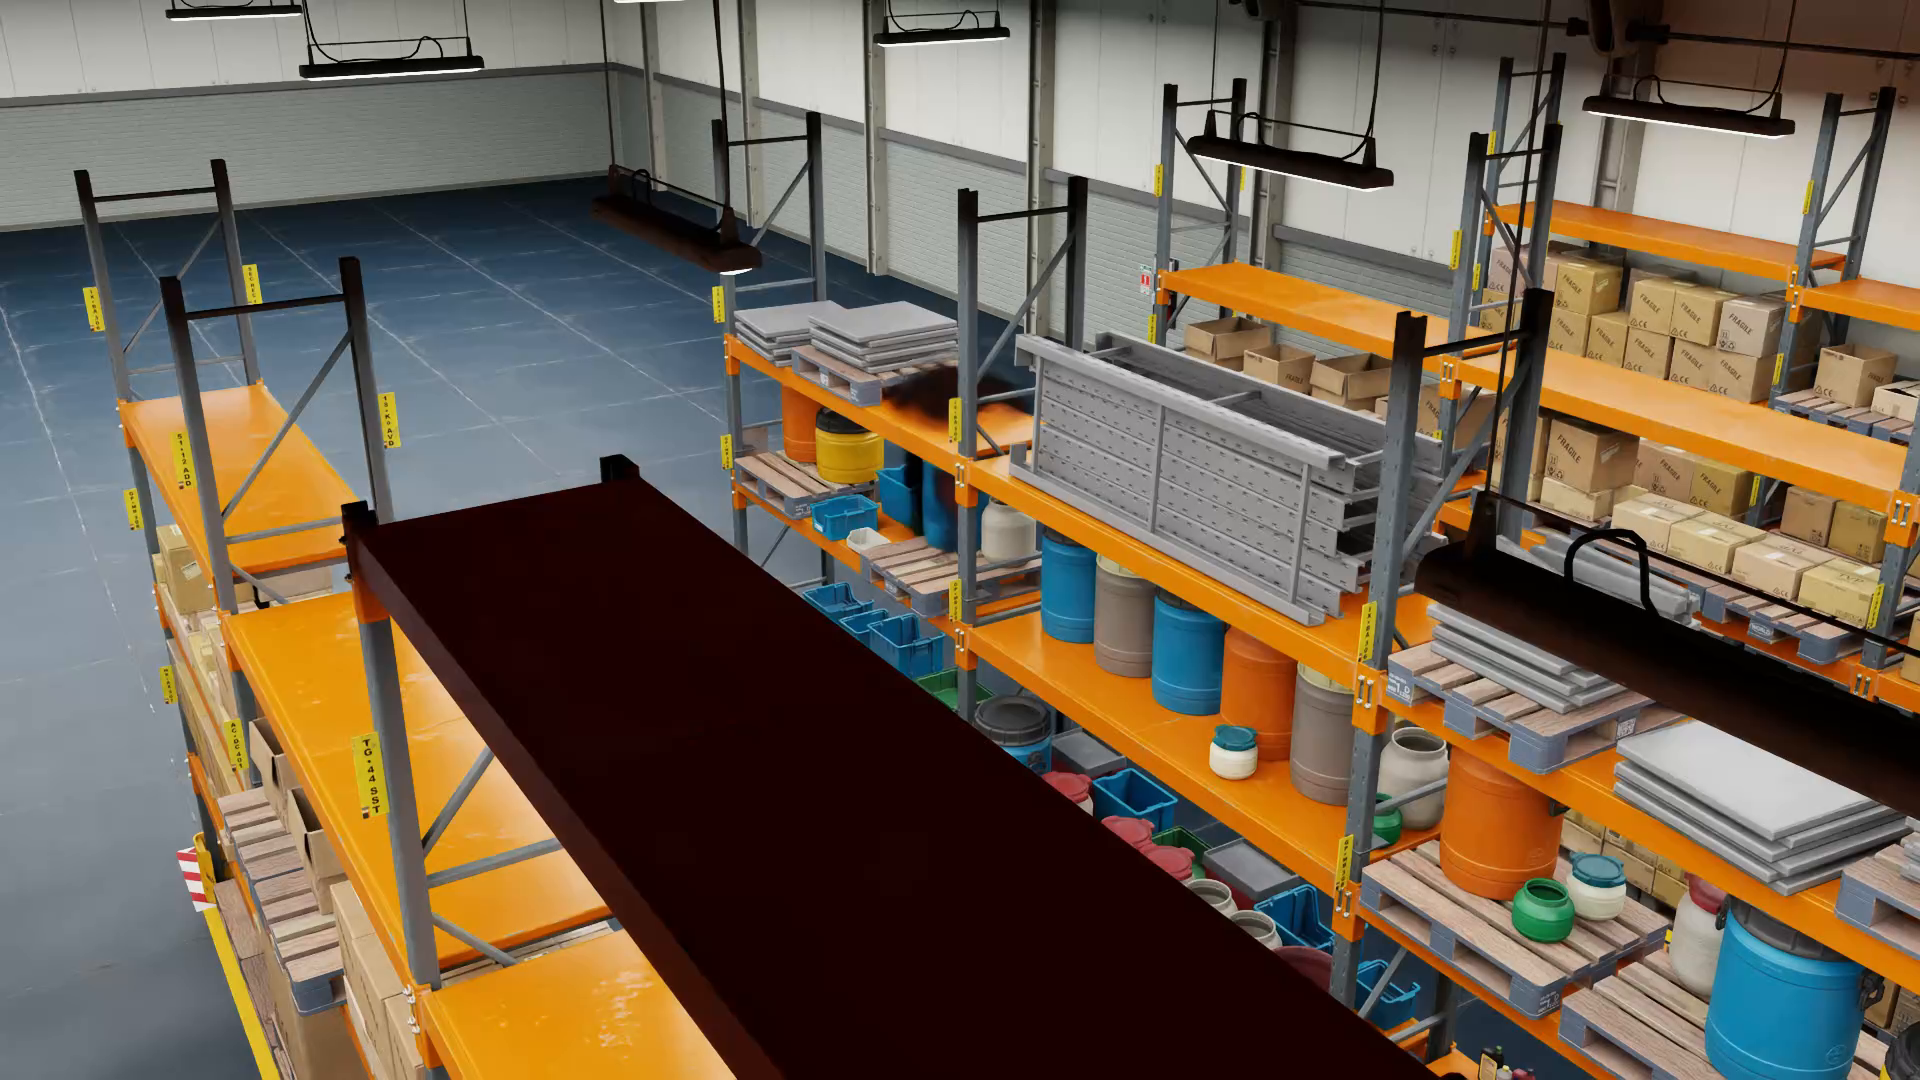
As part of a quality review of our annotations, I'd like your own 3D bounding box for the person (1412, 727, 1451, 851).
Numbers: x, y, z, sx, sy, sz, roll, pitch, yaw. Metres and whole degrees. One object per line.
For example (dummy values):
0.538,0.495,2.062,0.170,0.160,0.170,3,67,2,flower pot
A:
4.002,2.020,13.965,0.703,1.756,0.899,-12,25,-27,person
